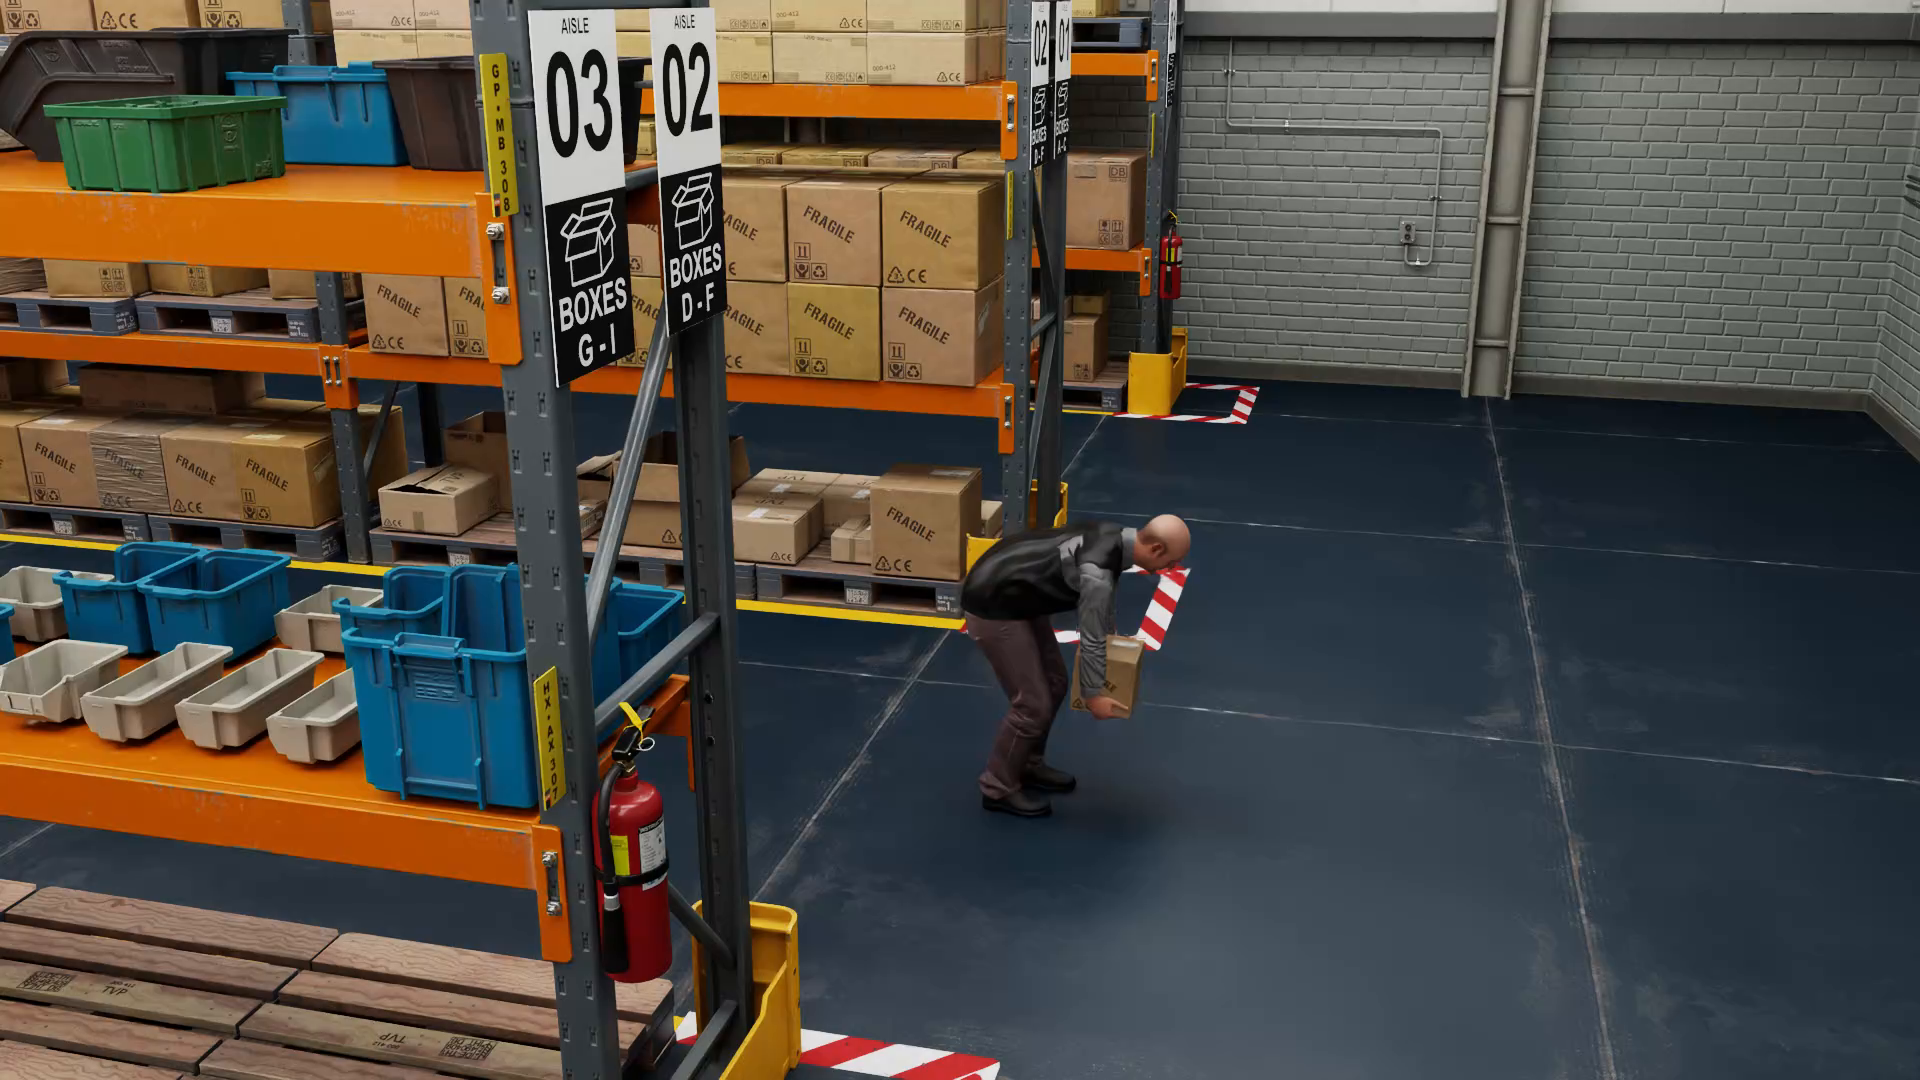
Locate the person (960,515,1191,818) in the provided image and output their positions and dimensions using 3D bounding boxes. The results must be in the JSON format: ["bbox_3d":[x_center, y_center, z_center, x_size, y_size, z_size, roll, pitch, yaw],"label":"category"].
[{"bbox_3d":[0.465,0.489,6.818,0.916,1.281,0.462,4,19,12],"label":"person"}]
